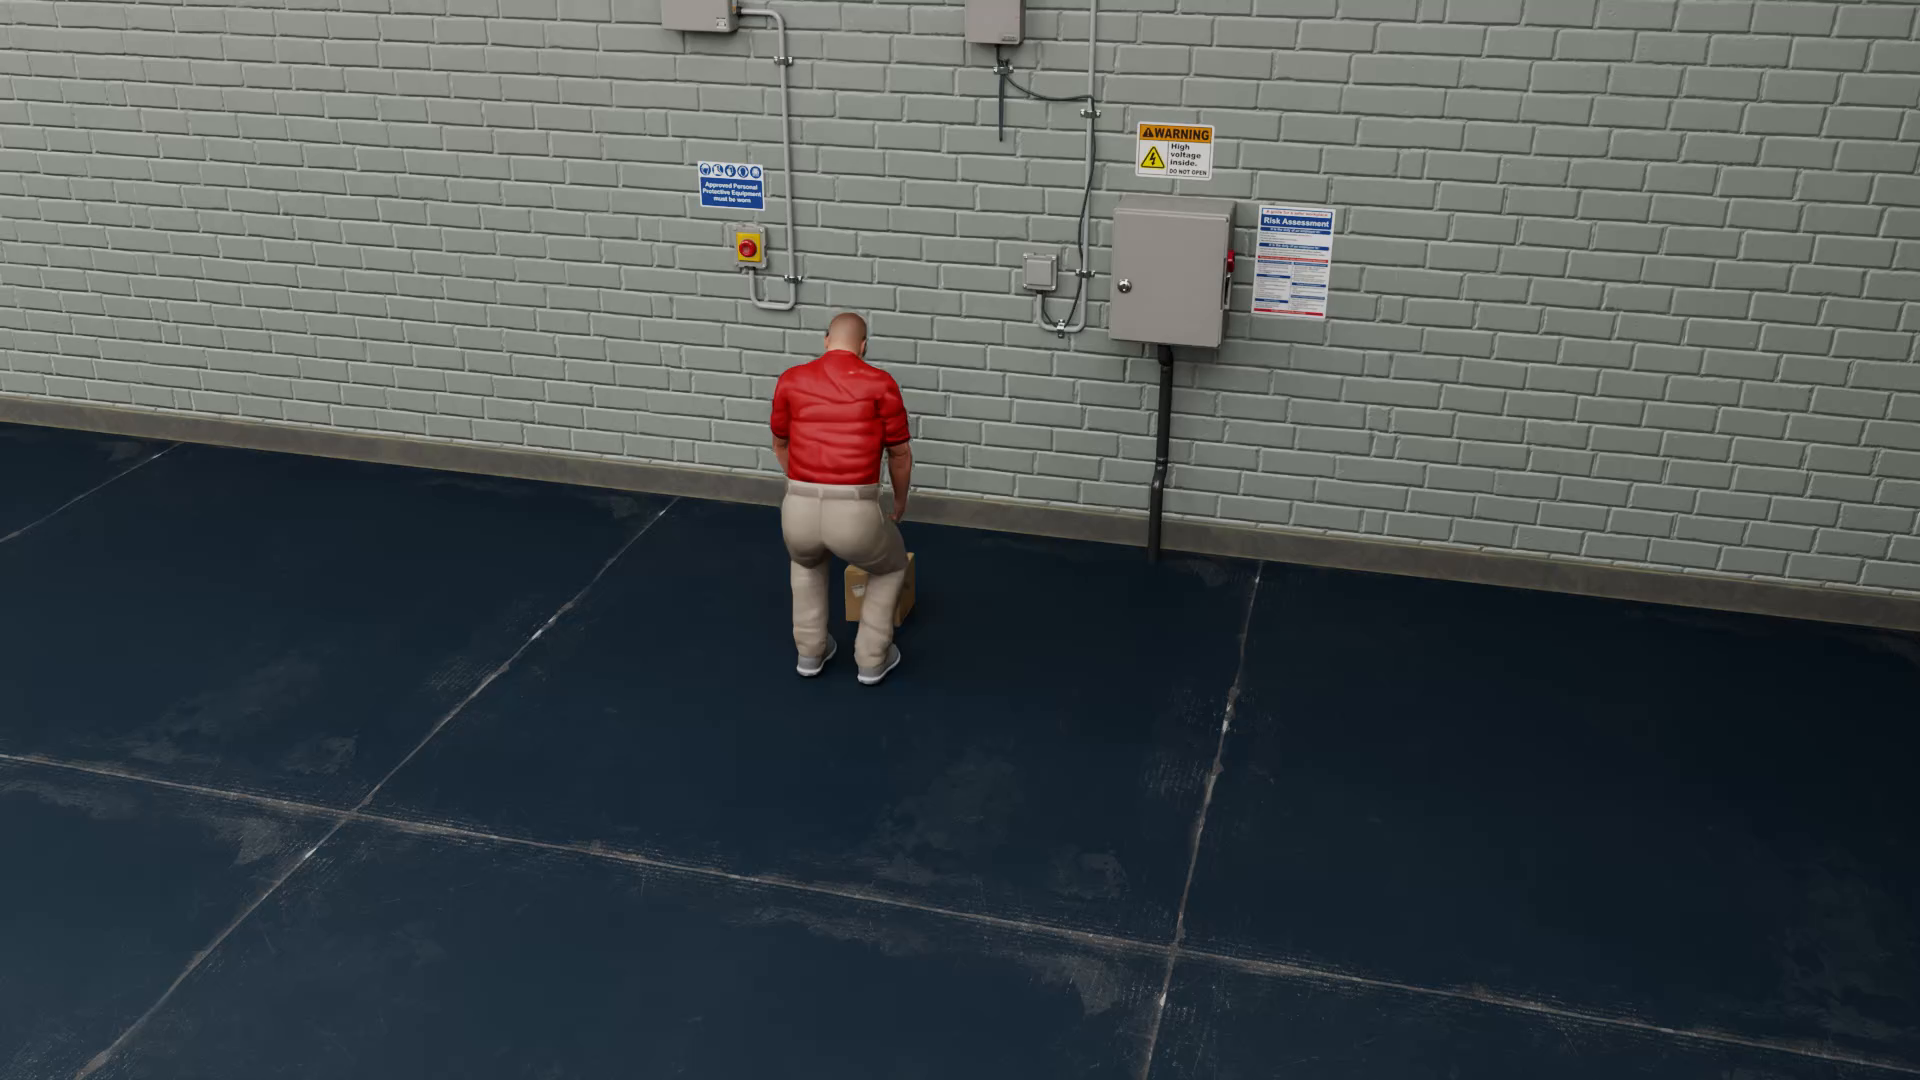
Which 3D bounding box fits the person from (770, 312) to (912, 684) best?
[{"bbox_3d":[-0.505,-0.150,6.767,0.588,1.466,0.666,6,26,13],"label":"person"}]
